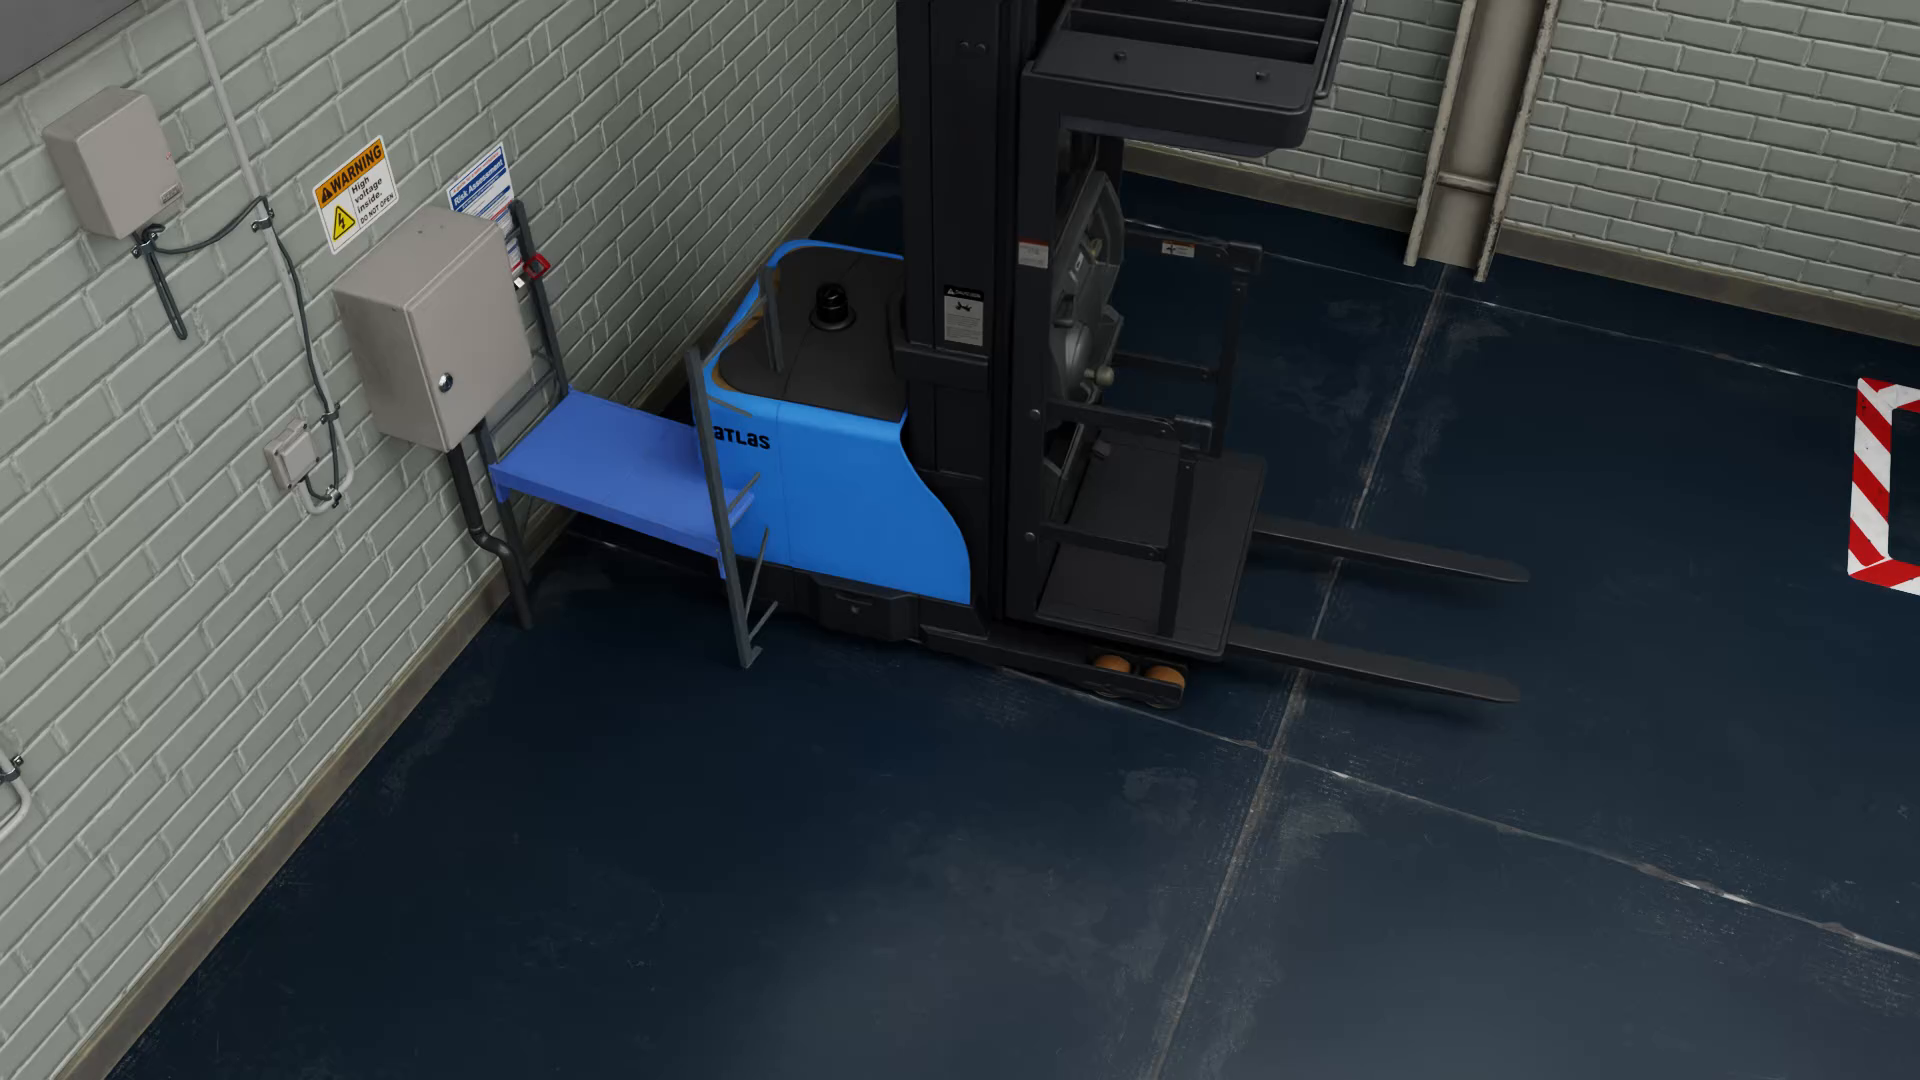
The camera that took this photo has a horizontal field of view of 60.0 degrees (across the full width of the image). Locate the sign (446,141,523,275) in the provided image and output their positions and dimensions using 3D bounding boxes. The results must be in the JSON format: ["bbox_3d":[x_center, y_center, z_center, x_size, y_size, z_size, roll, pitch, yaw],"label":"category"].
[{"bbox_3d":[-1.639,-1.091,5.788,0.001,0.494,0.329,16,47,16],"label":"sign"}]

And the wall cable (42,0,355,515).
[{"bbox_3d":[-2.046,-0.706,4.613,0.122,1.984,0.588,16,47,16],"label":"wall cable"}]

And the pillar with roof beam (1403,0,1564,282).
[{"bbox_3d":[0.740,-1.779,2.158,0.400,9.000,9.100,16,47,16],"label":"pillar with roof beam"}]

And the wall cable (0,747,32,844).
[{"bbox_3d":[-2.581,0.209,3.671,0.123,1.953,0.585,16,47,16],"label":"wall cable"}]

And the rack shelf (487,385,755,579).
[{"bbox_3d":[-1.177,-0.231,6.184,1.000,0.185,0.538,18,48,19],"label":"rack shelf"}]

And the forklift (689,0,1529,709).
[{"bbox_3d":[0.613,-0.837,5.513,3.031,2.935,1.130,12,46,11],"label":"forklift"}]

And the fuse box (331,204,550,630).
[{"bbox_3d":[-1.638,-0.291,5.829,0.414,1.711,0.539,16,47,16],"label":"fuse box"}]

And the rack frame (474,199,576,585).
[{"bbox_3d":[-1.640,-0.505,6.226,0.032,1.500,0.500,18,48,19],"label":"rack frame"}]

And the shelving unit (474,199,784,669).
[{"bbox_3d":[-1.183,-0.360,6.058,1.048,1.500,0.538,18,48,19],"label":"shelving unit"}]

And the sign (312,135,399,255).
[{"bbox_3d":[-1.850,-1.060,5.104,0.001,0.242,0.339,16,47,16],"label":"sign"}]

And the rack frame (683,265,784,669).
[{"bbox_3d":[-0.725,-0.214,5.890,0.032,1.500,0.500,18,48,19],"label":"rack frame"}]
